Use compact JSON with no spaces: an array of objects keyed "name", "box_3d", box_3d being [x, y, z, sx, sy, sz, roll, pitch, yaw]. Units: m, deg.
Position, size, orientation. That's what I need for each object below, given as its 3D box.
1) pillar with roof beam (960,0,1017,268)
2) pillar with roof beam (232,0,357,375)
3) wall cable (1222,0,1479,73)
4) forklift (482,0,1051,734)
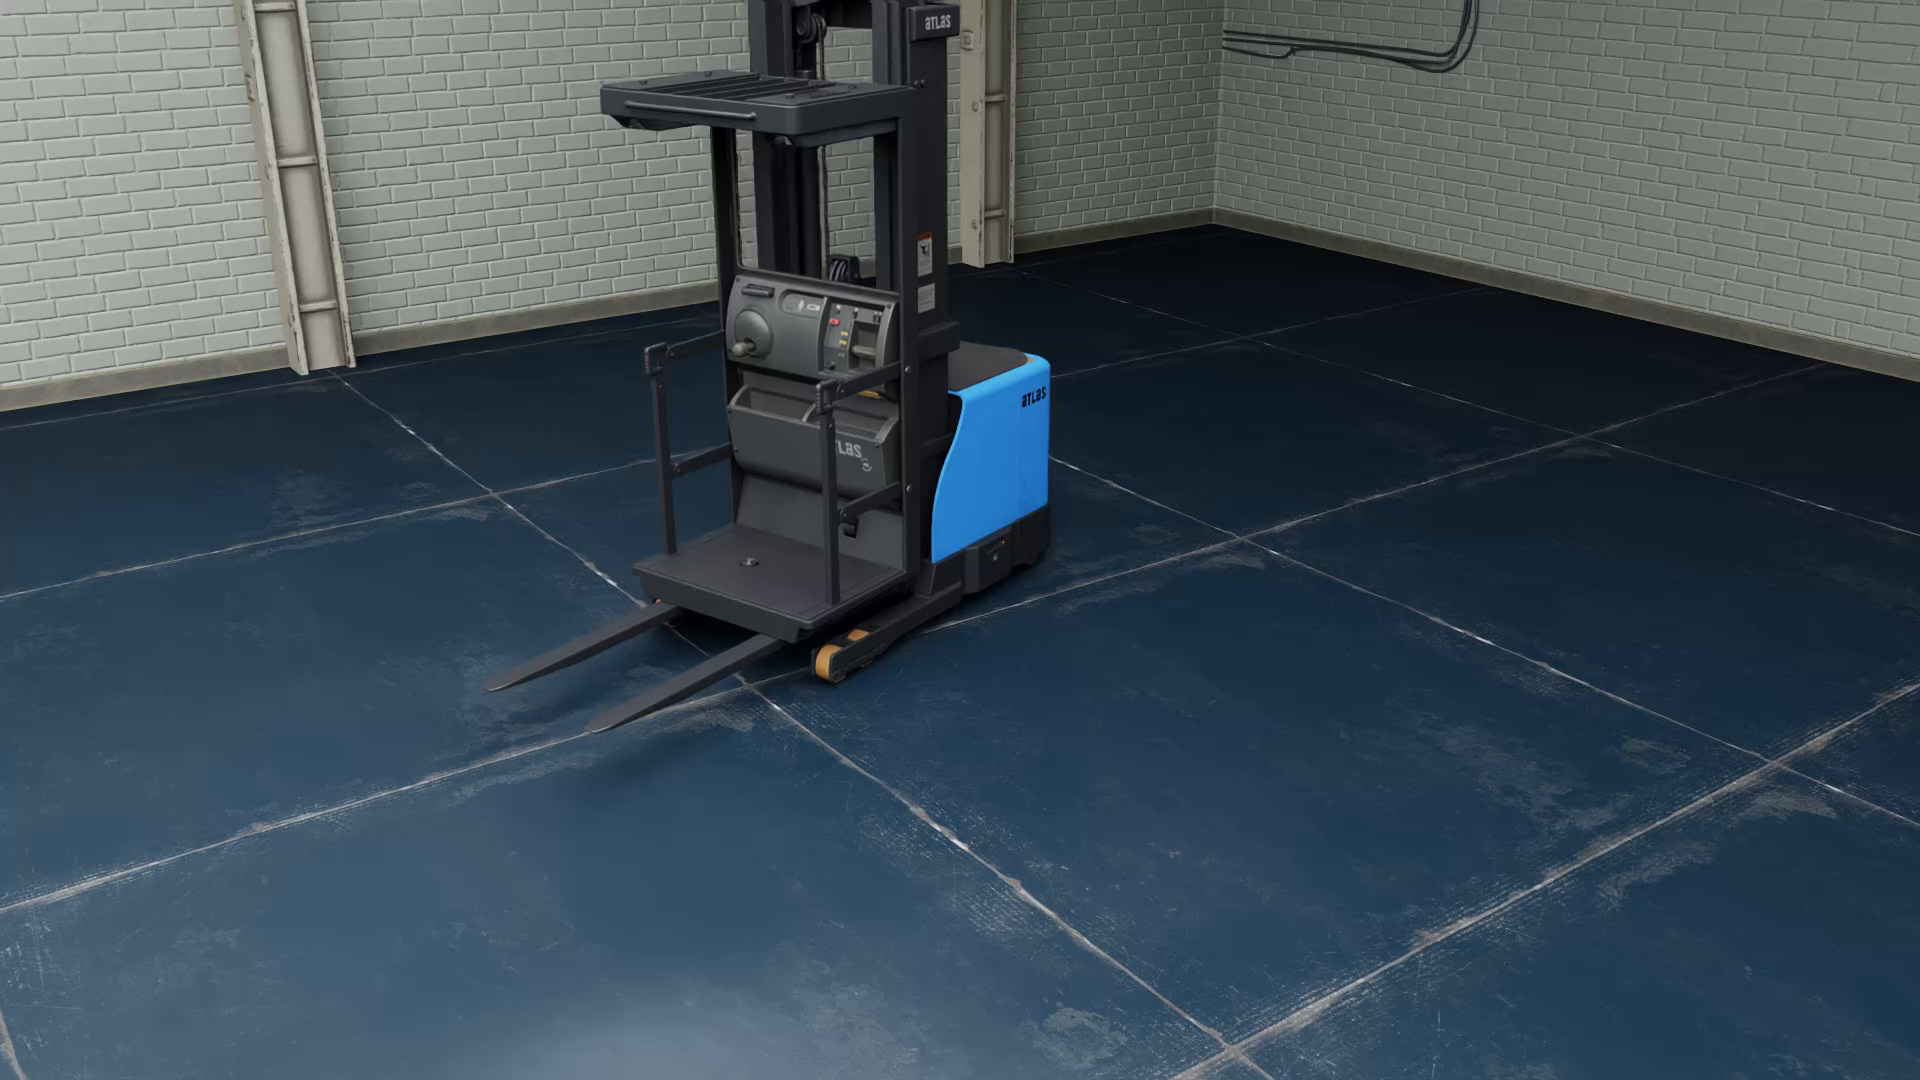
[{"name":"pillar with roof beam","box_3d":[2.765,-5.444,10.398,0.400,9.000,9.100,-15,26,-33]},{"name":"pillar with roof beam","box_3d":[-2.105,-4.146,7.144,0.400,9.000,9.100,-15,26,-33]},{"name":"wall cable","box_3d":[3.415,-5.537,14.820,0.112,2.526,3.097,-15,26,-33]},{"name":"forklift","box_3d":[-0.800,-0.937,7.289,1.130,2.935,3.031,15,26,33]}]
